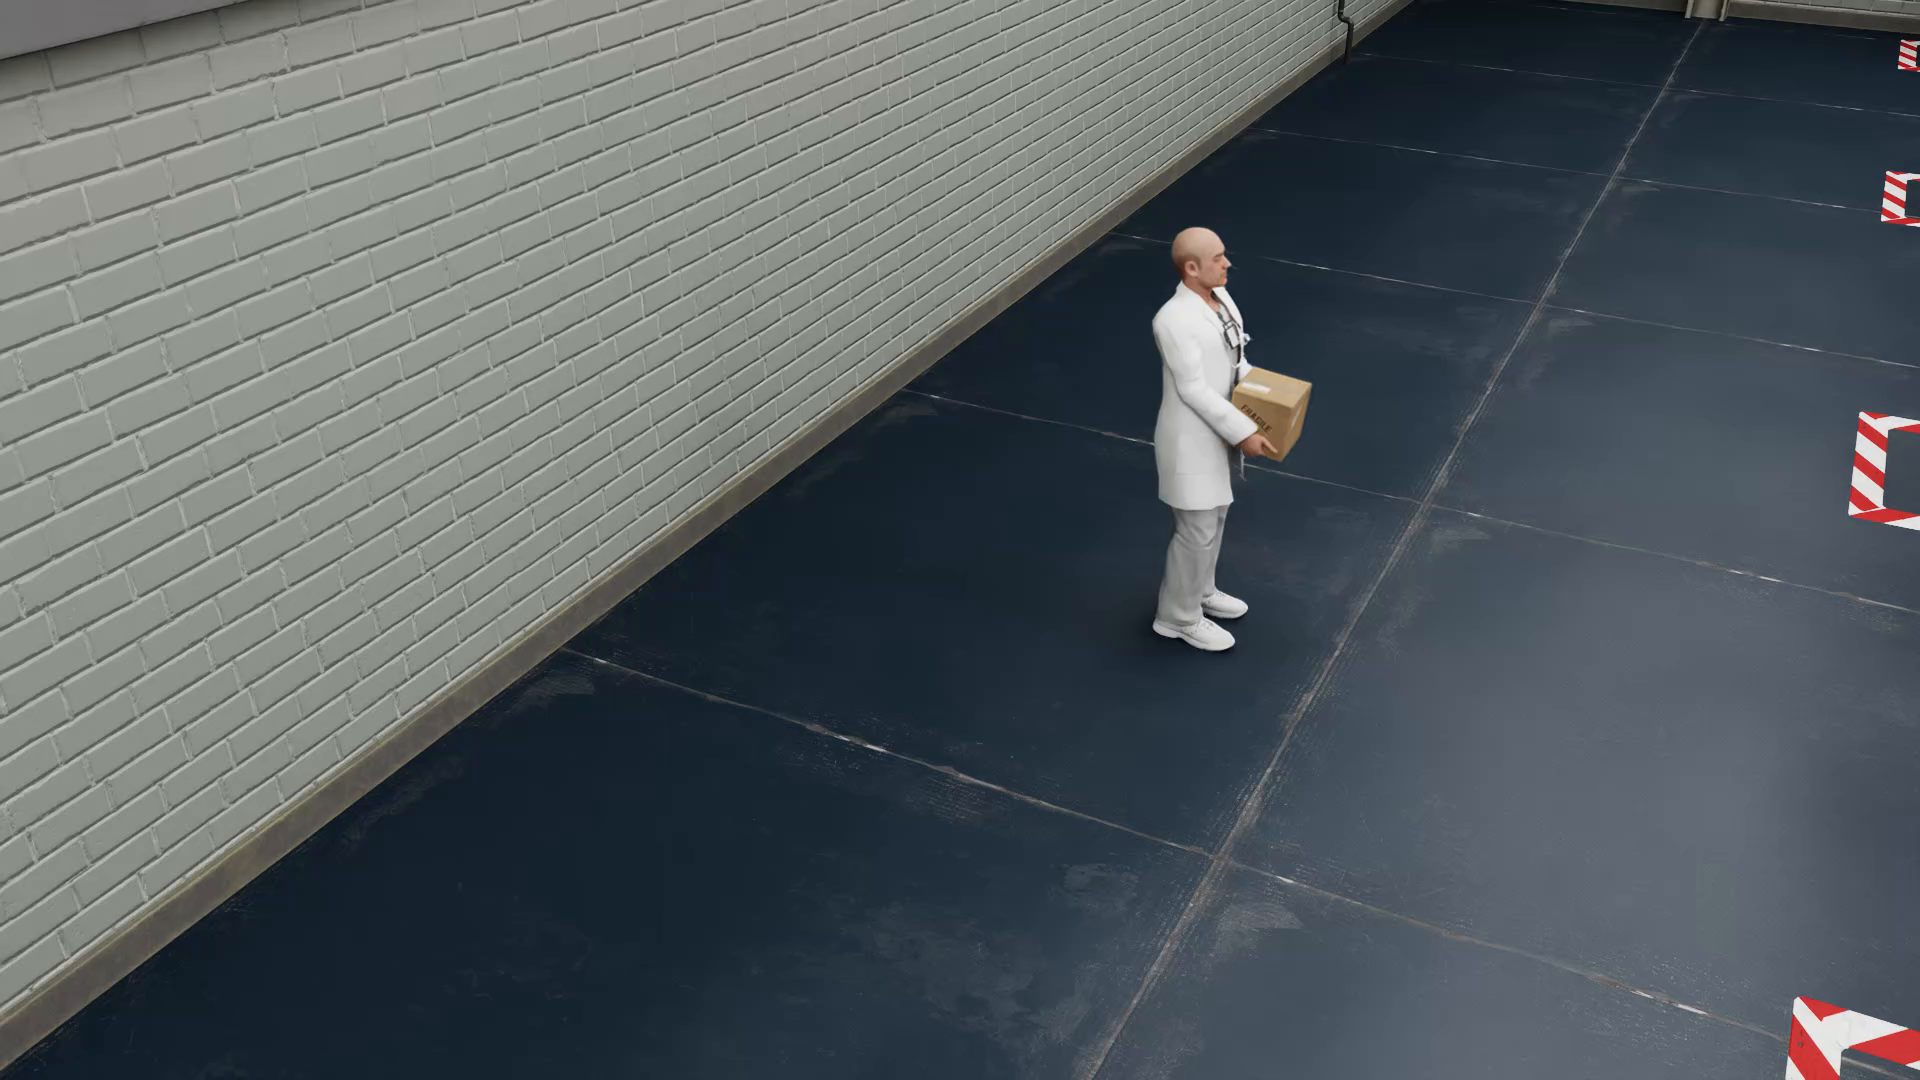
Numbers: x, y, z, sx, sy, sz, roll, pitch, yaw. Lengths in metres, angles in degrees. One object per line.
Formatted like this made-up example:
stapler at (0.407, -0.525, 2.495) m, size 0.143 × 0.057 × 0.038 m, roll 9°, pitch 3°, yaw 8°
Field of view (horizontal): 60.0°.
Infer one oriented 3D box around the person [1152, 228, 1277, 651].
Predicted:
person at (1.076, -0.400, 6.846) m, size 0.554 × 1.773 × 0.528 m, roll 14°, pitch 33°, yaw 23°
